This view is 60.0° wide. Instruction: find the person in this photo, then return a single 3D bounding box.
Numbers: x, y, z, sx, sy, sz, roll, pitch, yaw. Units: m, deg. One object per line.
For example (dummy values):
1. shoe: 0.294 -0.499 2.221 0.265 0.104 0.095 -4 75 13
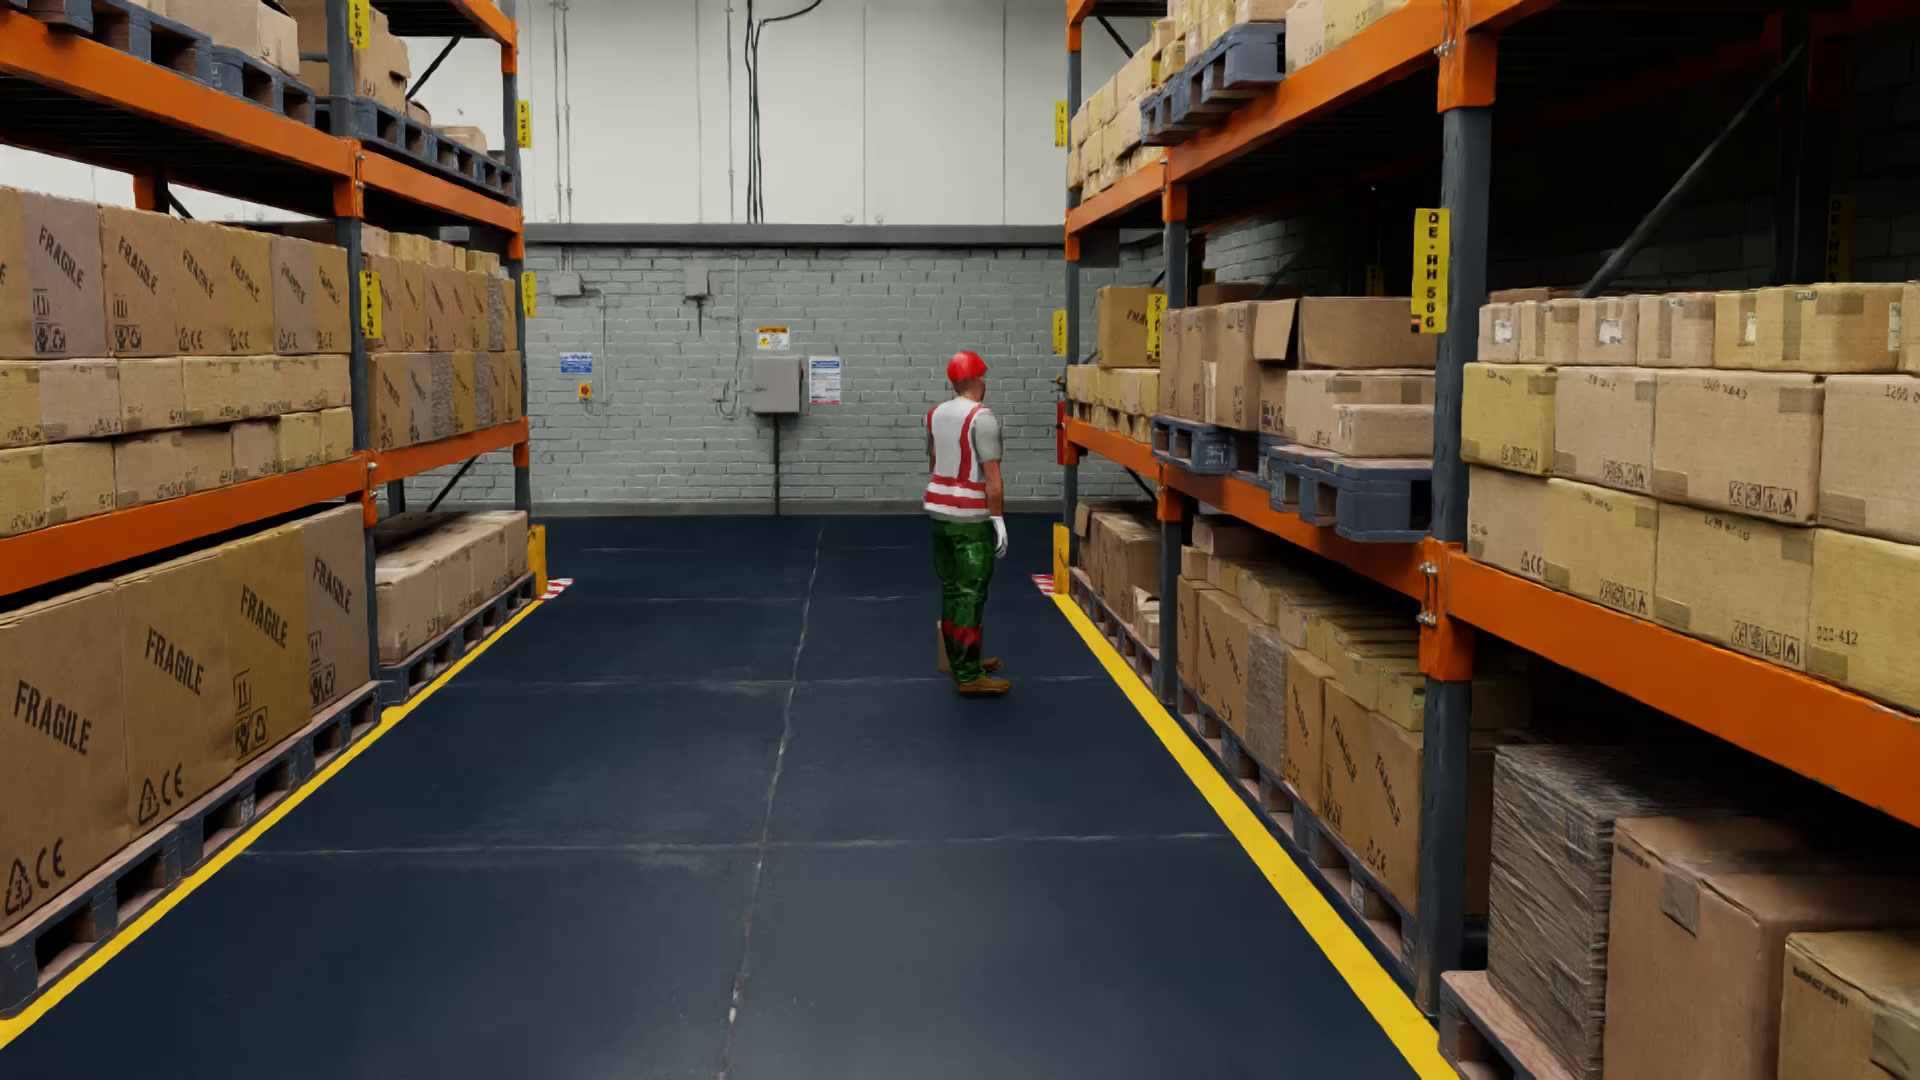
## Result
1. person: 0.105 -0.108 8.836 0.510 1.794 0.621 -6 9 -41
